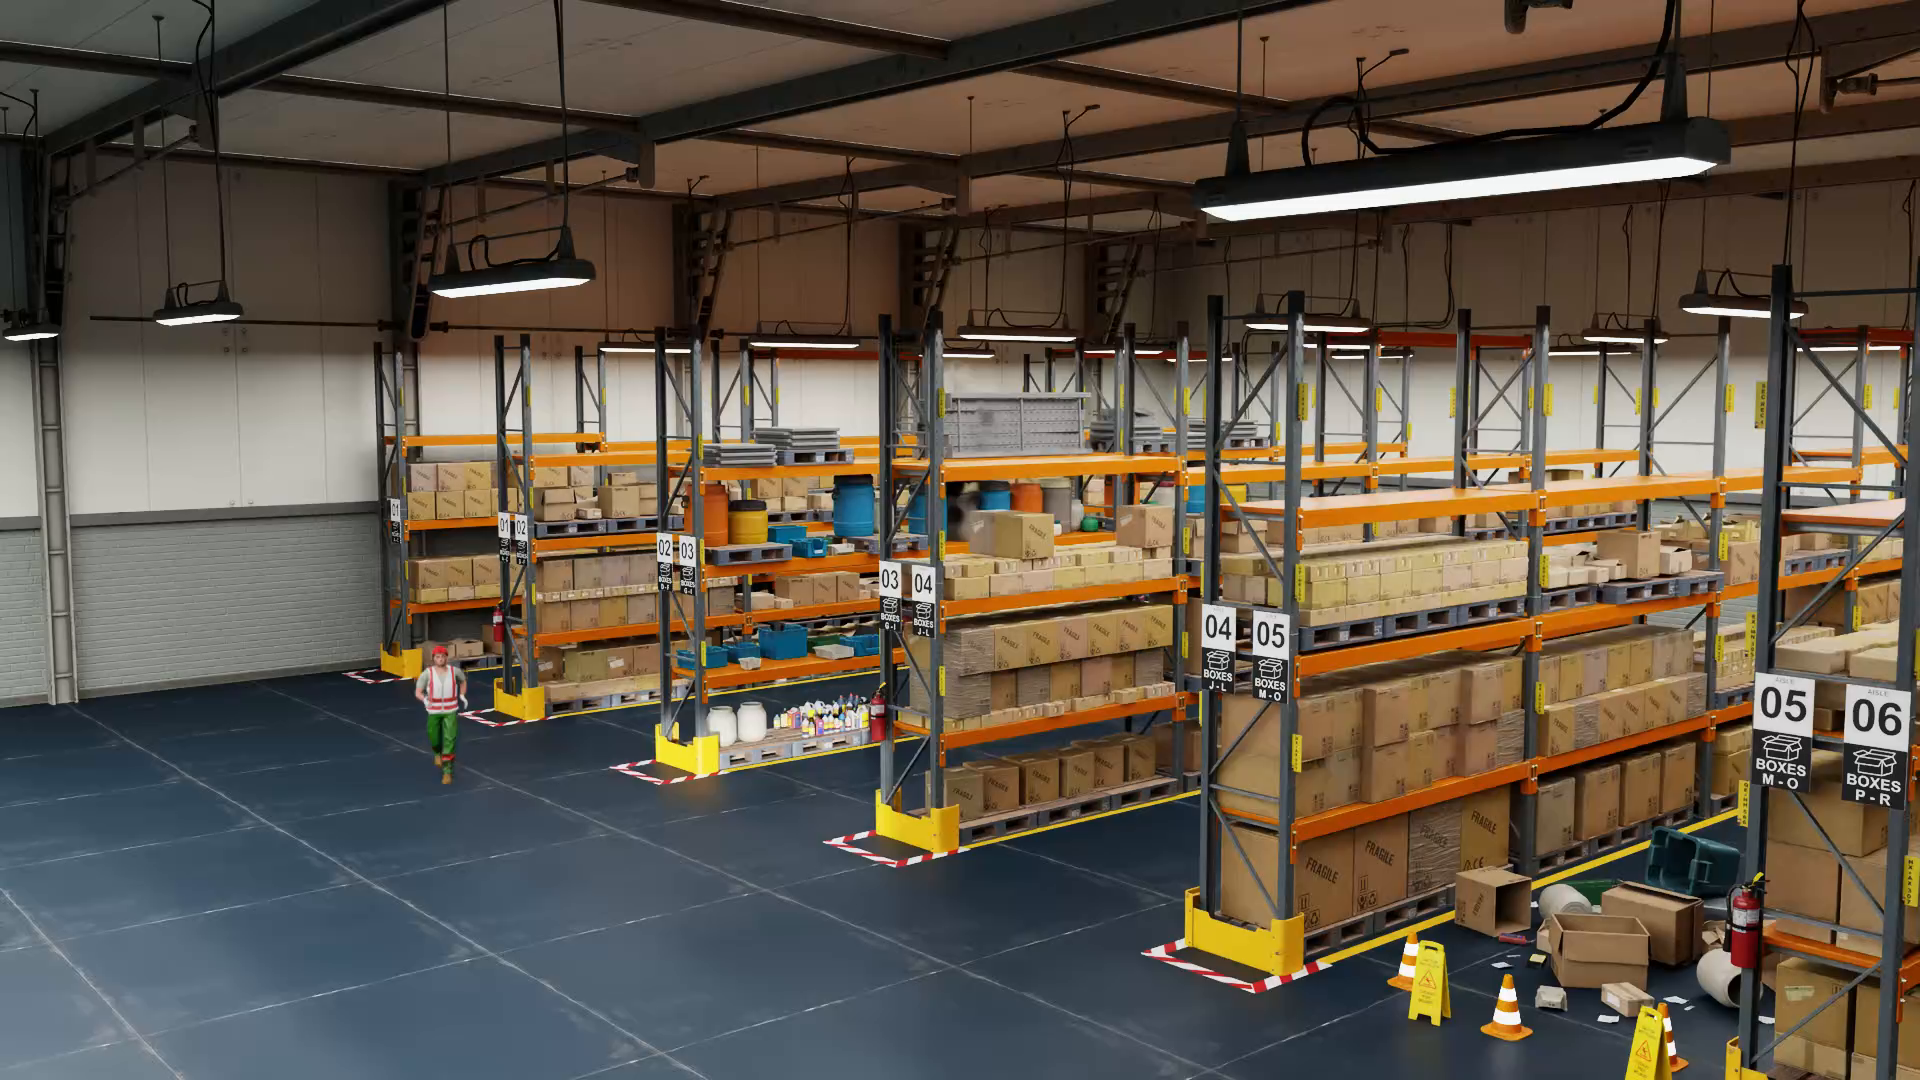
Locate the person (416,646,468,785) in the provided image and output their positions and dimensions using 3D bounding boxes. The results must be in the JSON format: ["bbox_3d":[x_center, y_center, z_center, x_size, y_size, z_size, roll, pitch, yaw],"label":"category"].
[{"bbox_3d":[-6.832,2.274,21.951,0.662,1.778,0.960,-2,6,-20],"label":"person"}]
